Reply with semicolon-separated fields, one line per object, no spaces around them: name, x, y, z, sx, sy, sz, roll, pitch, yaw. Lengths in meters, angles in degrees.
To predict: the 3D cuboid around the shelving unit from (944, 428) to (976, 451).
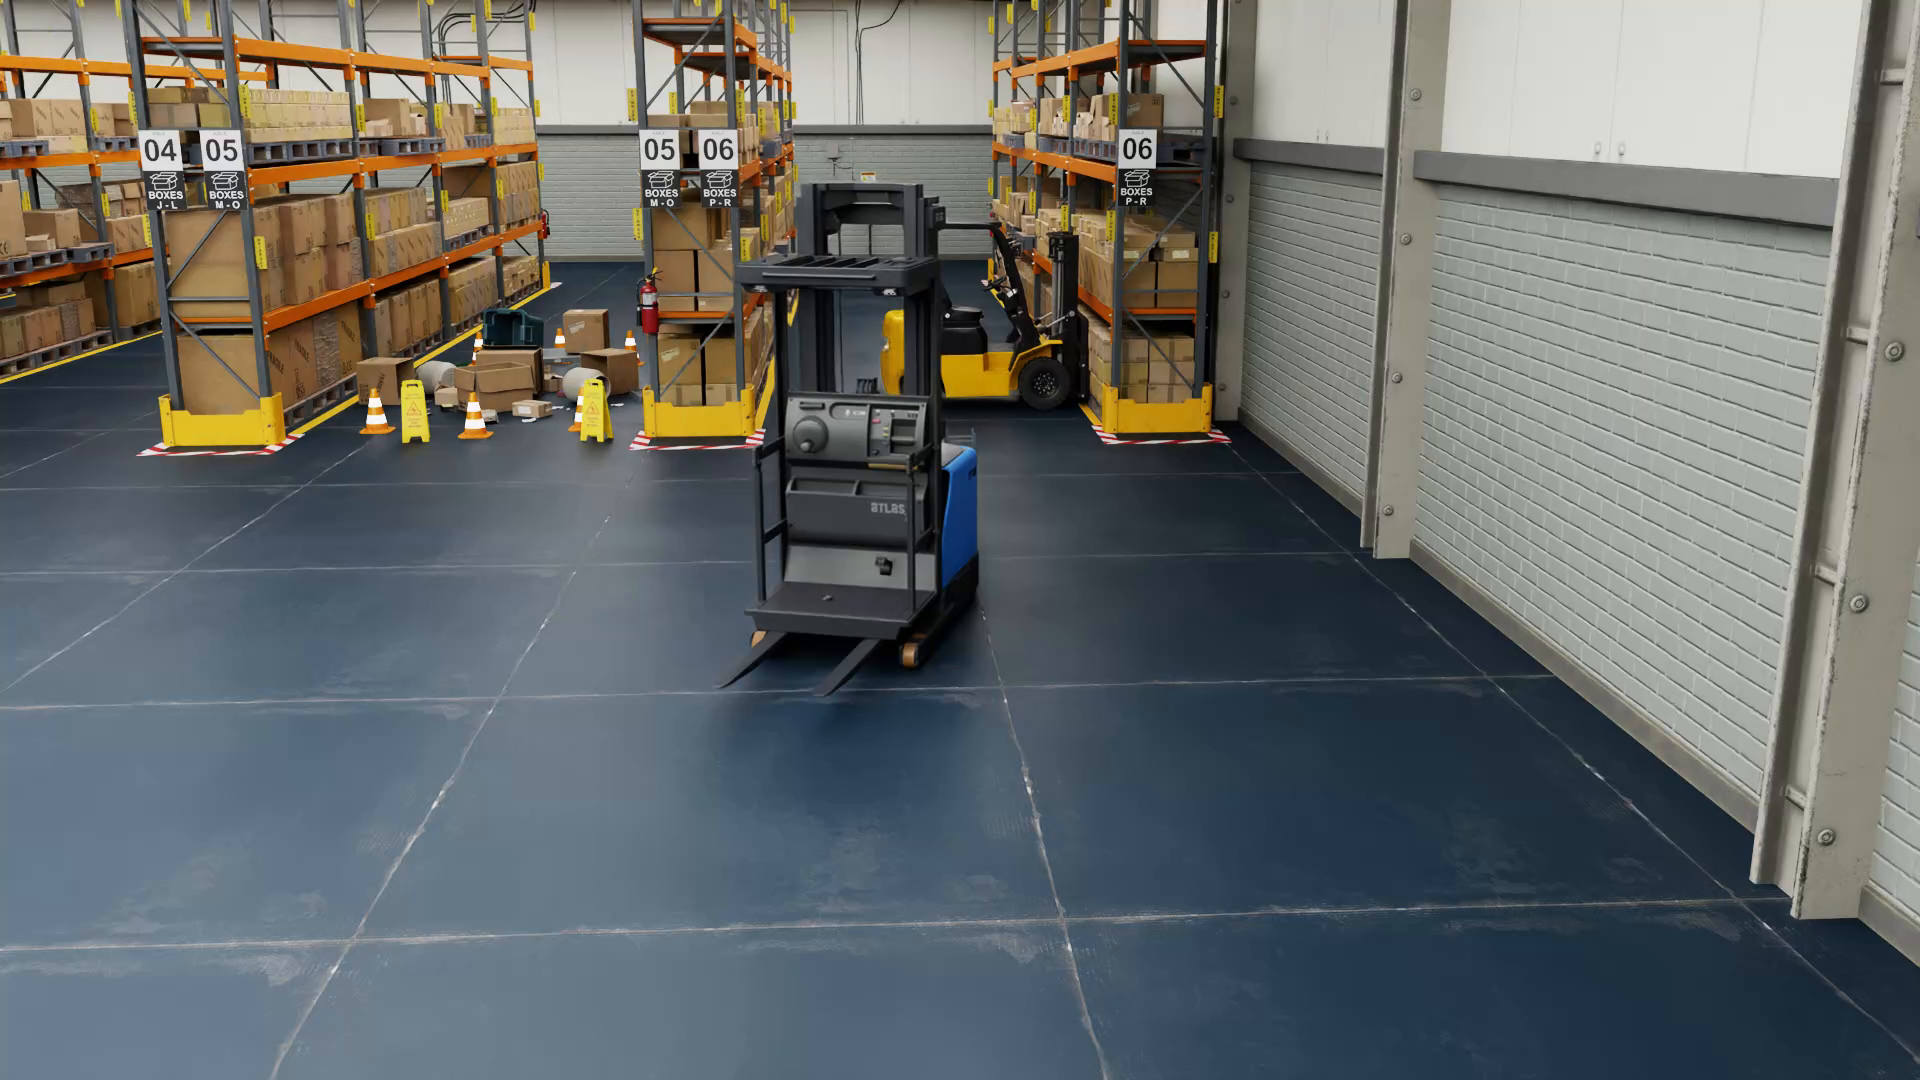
shelving unit;0.000;-0.438;13.422;0.258;0.900;0.210;-1;14;-3

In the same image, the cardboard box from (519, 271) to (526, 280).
cardboard box;-8.293;-4.916;30.896;0.380;0.149;0.250;-1;14;-3

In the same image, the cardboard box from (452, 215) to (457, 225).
cardboard box;-8.120;-5.022;26.091;0.380;0.149;0.250;-1;14;-3

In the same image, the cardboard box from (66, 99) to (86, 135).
cardboard box;-12.913;-6.054;23.811;0.500;0.500;0.500;-1;14;-2

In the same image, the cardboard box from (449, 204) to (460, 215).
cardboard box;-8.135;-5.225;26.283;0.380;0.149;0.250;0;14;-1

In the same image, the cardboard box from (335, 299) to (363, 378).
cardboard box;-8.018;-2.499;20.640;0.875;0.875;0.875;-1;14;-3

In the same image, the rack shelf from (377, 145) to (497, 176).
rack shelf;-8.359;-6.078;26.555;1.077;0.370;4.000;-1;14;-3

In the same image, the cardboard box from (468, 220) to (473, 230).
cardboard box;-8.177;-5.134;27.120;0.380;0.149;0.250;0;14;-1

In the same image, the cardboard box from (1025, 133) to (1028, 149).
cardboard box;1.316;-6.409;26.698;0.500;0.250;0.500;-1;14;-3

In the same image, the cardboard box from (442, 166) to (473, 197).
cardboard box;-8.782;-6.261;29.036;0.500;0.500;0.500;-1;14;-5

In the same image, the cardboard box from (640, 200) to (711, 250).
cardboard box;-3.055;-3.389;17.874;0.700;0.500;0.500;-1;14;-5

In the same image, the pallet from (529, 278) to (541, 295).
pallet;-8.711;-4.894;32.125;1.003;0.211;1.213;-1;14;-3

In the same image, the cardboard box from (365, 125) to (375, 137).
cardboard box;-7.804;-5.326;21.649;0.250;0.149;0.380;-1;14;-3

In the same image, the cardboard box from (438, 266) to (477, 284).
cardboard box;-8.086;-4.257;26.722;0.500;0.250;0.500;-1;14;-3

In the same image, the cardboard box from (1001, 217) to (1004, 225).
cardboard box;0.970;-6.051;31.530;0.380;0.149;0.250;-1;14;-2

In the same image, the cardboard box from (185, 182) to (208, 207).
cardboard box;-13.214;-5.978;28.939;0.500;0.500;0.500;-1;14;-3

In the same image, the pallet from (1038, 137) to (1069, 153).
pallet;1.784;-5.850;24.601;1.213;0.211;1.003;0;14;-1

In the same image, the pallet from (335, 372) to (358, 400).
pallet;-8.019;-1.941;20.647;1.003;0.211;1.213;-1;14;-3

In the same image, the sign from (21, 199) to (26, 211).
sign;-18.083;-6.430;32.170;0.100;0.325;0.005;-1;14;-3

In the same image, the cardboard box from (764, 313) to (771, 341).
cardboard box;-3.181;-2.996;23.583;0.950;0.372;0.625;0;14;-2

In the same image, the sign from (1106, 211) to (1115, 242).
sign;1.606;-3.337;17.676;0.100;0.325;0.005;-1;14;-3

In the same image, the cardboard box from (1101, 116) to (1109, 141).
cardboard box;1.778;-4.570;18.475;0.396;0.266;0.258;-1;14;-3

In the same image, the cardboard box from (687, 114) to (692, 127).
cardboard box;-3.097;-4.577;18.181;0.380;0.149;0.250;-1;14;-3

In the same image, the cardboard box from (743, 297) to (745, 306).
cardboard box;-2.585;-2.684;18.444;0.380;0.149;0.250;-1;14;-5

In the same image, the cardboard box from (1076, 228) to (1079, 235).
cardboard box;1.675;-3.876;21.068;0.380;0.149;0.250;-1;14;-2

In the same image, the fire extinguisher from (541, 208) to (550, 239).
fire extinguisher;-8.286;-6.318;32.966;0.296;0.674;0.183;-1;14;-3

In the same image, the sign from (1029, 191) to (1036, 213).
sign;1.112;-5.167;25.426;0.100;0.325;0.005;-1;14;-3

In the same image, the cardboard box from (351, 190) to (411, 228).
cardboard box;-8.151;-4.644;23.350;0.700;0.500;0.500;-1;14;-4

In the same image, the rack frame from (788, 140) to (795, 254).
rack frame;-3.797;-6.568;33.033;1.000;3.000;0.127;-1;14;-3

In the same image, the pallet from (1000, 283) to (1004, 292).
pallet;1.285;-4.775;31.662;1.003;0.211;1.213;-1;14;-3

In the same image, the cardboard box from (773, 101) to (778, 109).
cardboard box;-3.376;-7.476;29.297;0.500;0.500;0.500;-1;14;-2

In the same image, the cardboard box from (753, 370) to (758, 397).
cardboard box;-2.604;-1.792;19.148;0.500;0.250;0.500;0;14;-1

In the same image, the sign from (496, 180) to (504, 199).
sign;-7.930;-6.042;28.665;0.100;0.325;0.005;-1;14;-3

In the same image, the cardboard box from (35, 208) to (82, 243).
cardboard box;-13.119;-4.543;24.122;0.500;0.500;0.500;-3;15;-10

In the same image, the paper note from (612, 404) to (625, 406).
paper note;-4.056;-1.608;19.716;0.142;0.019;0.148;-6;16;-23

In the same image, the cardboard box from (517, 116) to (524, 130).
cardboard box;-8.387;-7.723;30.802;0.500;0.250;0.500;-1;14;-3

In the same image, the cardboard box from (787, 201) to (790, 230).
cardboard box;-3.344;-5.867;30.110;0.500;0.500;0.500;-1;14;-3

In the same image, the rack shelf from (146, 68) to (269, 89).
rack shelf;-13.564;-8.281;29.897;1.077;0.370;4.000;-1;14;-3

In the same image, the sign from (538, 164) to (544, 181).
sign;-8.176;-7.184;32.469;0.100;0.325;0.005;-1;14;-3

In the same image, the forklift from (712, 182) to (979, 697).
forklift;-0.717;-0.720;10.443;1.130;2.935;3.031;4;15;14

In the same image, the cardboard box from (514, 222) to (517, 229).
cardboard box;-8.304;-5.752;30.367;0.380;0.149;0.250;0;14;-1

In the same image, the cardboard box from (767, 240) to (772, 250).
cardboard box;-2.825;-4.132;23.228;0.380;0.149;0.250;0;14;-1

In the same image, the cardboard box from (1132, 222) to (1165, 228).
cardboard box;2.254;-3.710;19.828;0.380;0.149;0.250;0;14;-2

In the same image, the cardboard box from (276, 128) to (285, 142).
cardboard box;-7.489;-4.349;17.850;0.380;0.149;0.250;-1;14;-3

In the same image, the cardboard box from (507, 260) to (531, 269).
cardboard box;-8.319;-5.192;31.371;0.380;0.149;0.250;0;14;-1

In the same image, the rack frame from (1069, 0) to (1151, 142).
rack frame;1.901;-6.566;20.988;1.000;3.000;0.127;-1;14;-3

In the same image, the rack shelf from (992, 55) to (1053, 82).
rack shelf;1.281;-8.703;30.744;1.077;0.370;4.000;-1;14;-3

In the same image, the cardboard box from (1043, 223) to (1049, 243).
cardboard box;1.481;-4.456;24.124;0.500;0.250;0.500;-1;14;-5

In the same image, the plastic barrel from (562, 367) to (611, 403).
plastic barrel;-4.445;-1.831;19.794;0.512;0.421;0.421;10;18;35

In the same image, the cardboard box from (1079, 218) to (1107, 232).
cardboard box;1.669;-3.891;20.531;0.380;0.149;0.250;-1;14;-2

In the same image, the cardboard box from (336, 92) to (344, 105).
cardboard box;-7.631;-5.302;19.954;0.380;0.149;0.250;-1;14;-4

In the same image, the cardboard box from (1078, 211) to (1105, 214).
cardboard box;1.958;-4.812;24.706;0.380;0.149;0.250;-1;14;-3

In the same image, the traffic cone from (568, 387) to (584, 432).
traffic cone;-4.120;-1.447;18.222;0.336;0.463;0.334;-1;14;-3

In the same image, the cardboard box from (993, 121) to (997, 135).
cardboard box;0.912;-8.055;32.497;0.500;0.250;0.500;-1;14;-4
